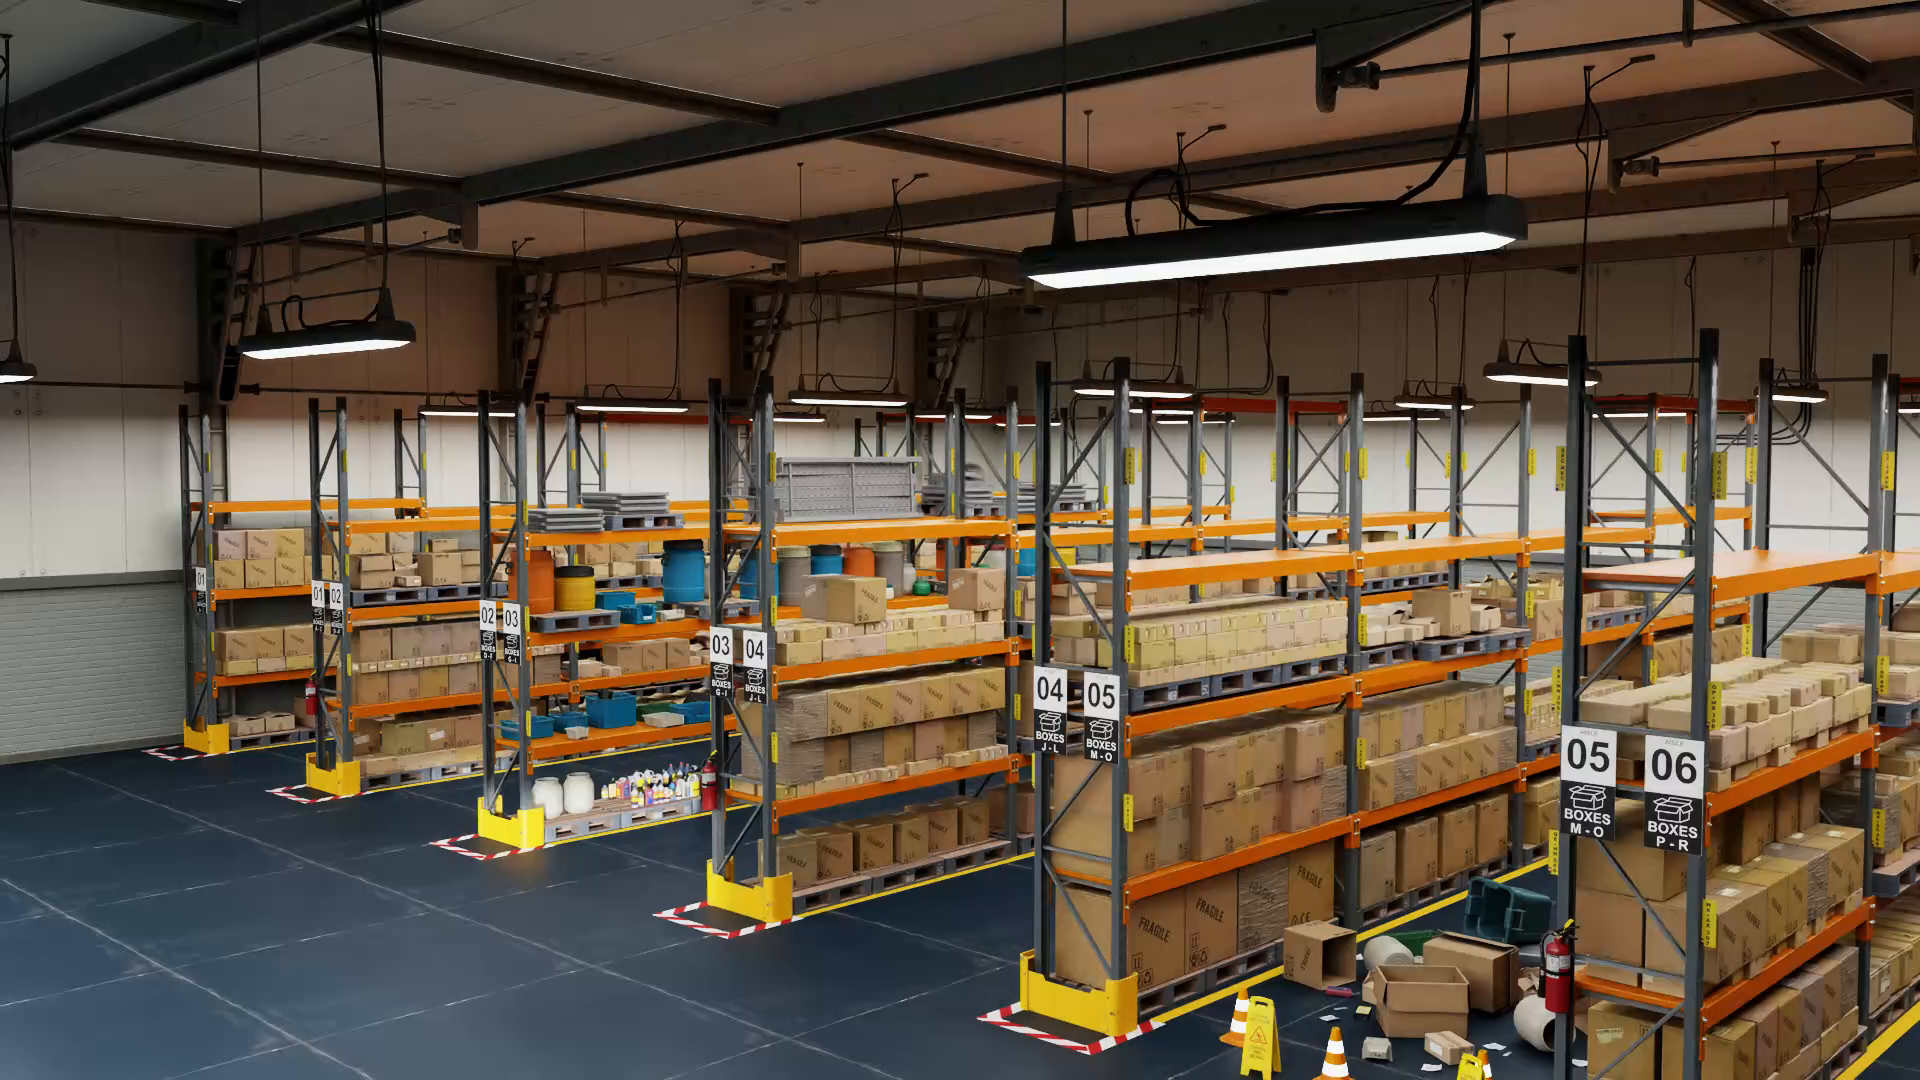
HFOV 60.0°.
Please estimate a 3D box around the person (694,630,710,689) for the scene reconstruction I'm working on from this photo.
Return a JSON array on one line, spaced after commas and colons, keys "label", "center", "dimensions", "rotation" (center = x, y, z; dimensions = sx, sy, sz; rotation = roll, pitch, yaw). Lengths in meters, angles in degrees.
[{"label": "person", "center": [-4.932, 2.596, 32.601], "dimensions": [0.717, 1.725, 0.990], "rotation": [2, 3, 30]}]
